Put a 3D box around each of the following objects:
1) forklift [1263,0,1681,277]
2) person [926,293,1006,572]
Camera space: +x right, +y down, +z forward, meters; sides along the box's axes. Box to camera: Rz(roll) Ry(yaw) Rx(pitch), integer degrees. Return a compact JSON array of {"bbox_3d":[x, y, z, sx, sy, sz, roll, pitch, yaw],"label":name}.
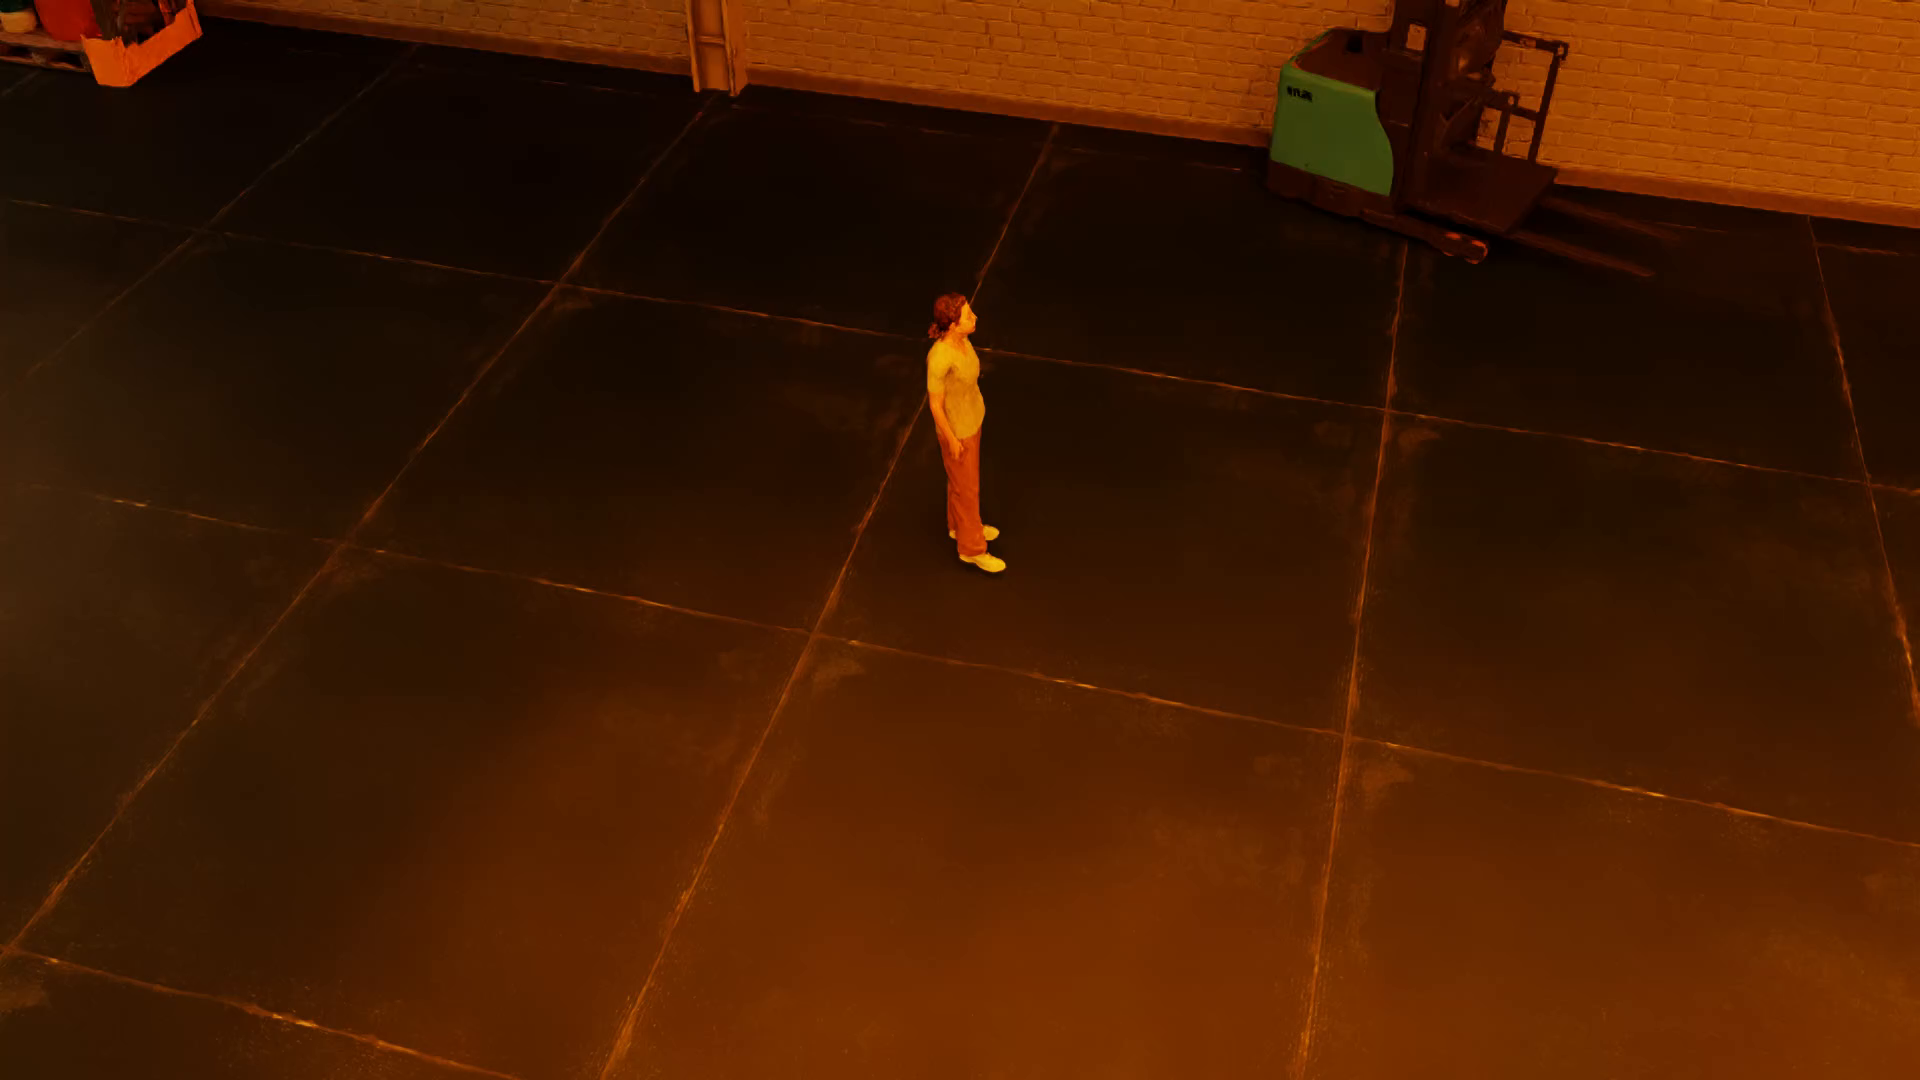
[{"bbox_3d":[3.906,-3.570,11.934,3.031,2.935,1.130,25,47,26],"label":"forklift"},{"bbox_3d":[0.068,-0.646,9.480,0.549,1.673,0.554,10,42,11],"label":"person"}]
